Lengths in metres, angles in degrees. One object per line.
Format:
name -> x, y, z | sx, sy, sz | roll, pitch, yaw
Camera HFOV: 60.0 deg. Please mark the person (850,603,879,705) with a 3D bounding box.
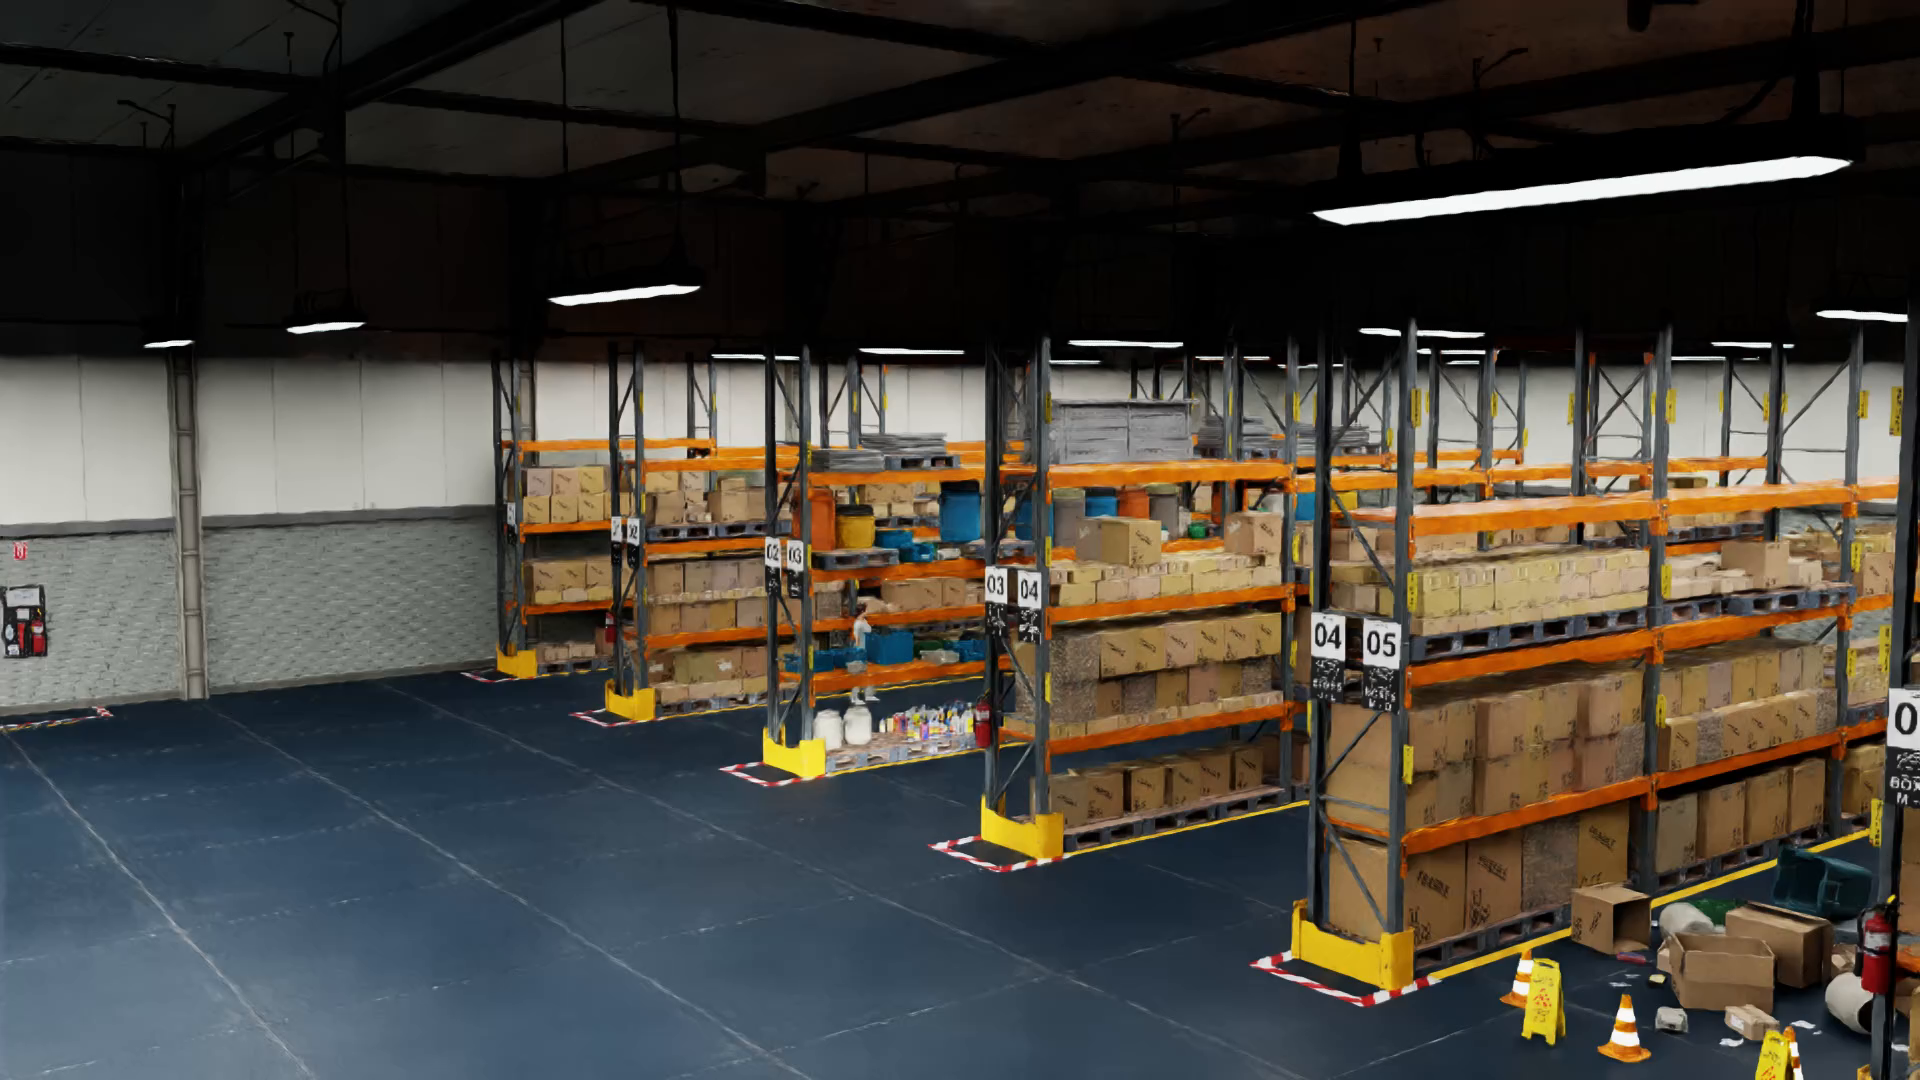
person -> -1.584, 1.951, 27.702 | 0.441, 1.542, 0.496 | 2, 5, 22
